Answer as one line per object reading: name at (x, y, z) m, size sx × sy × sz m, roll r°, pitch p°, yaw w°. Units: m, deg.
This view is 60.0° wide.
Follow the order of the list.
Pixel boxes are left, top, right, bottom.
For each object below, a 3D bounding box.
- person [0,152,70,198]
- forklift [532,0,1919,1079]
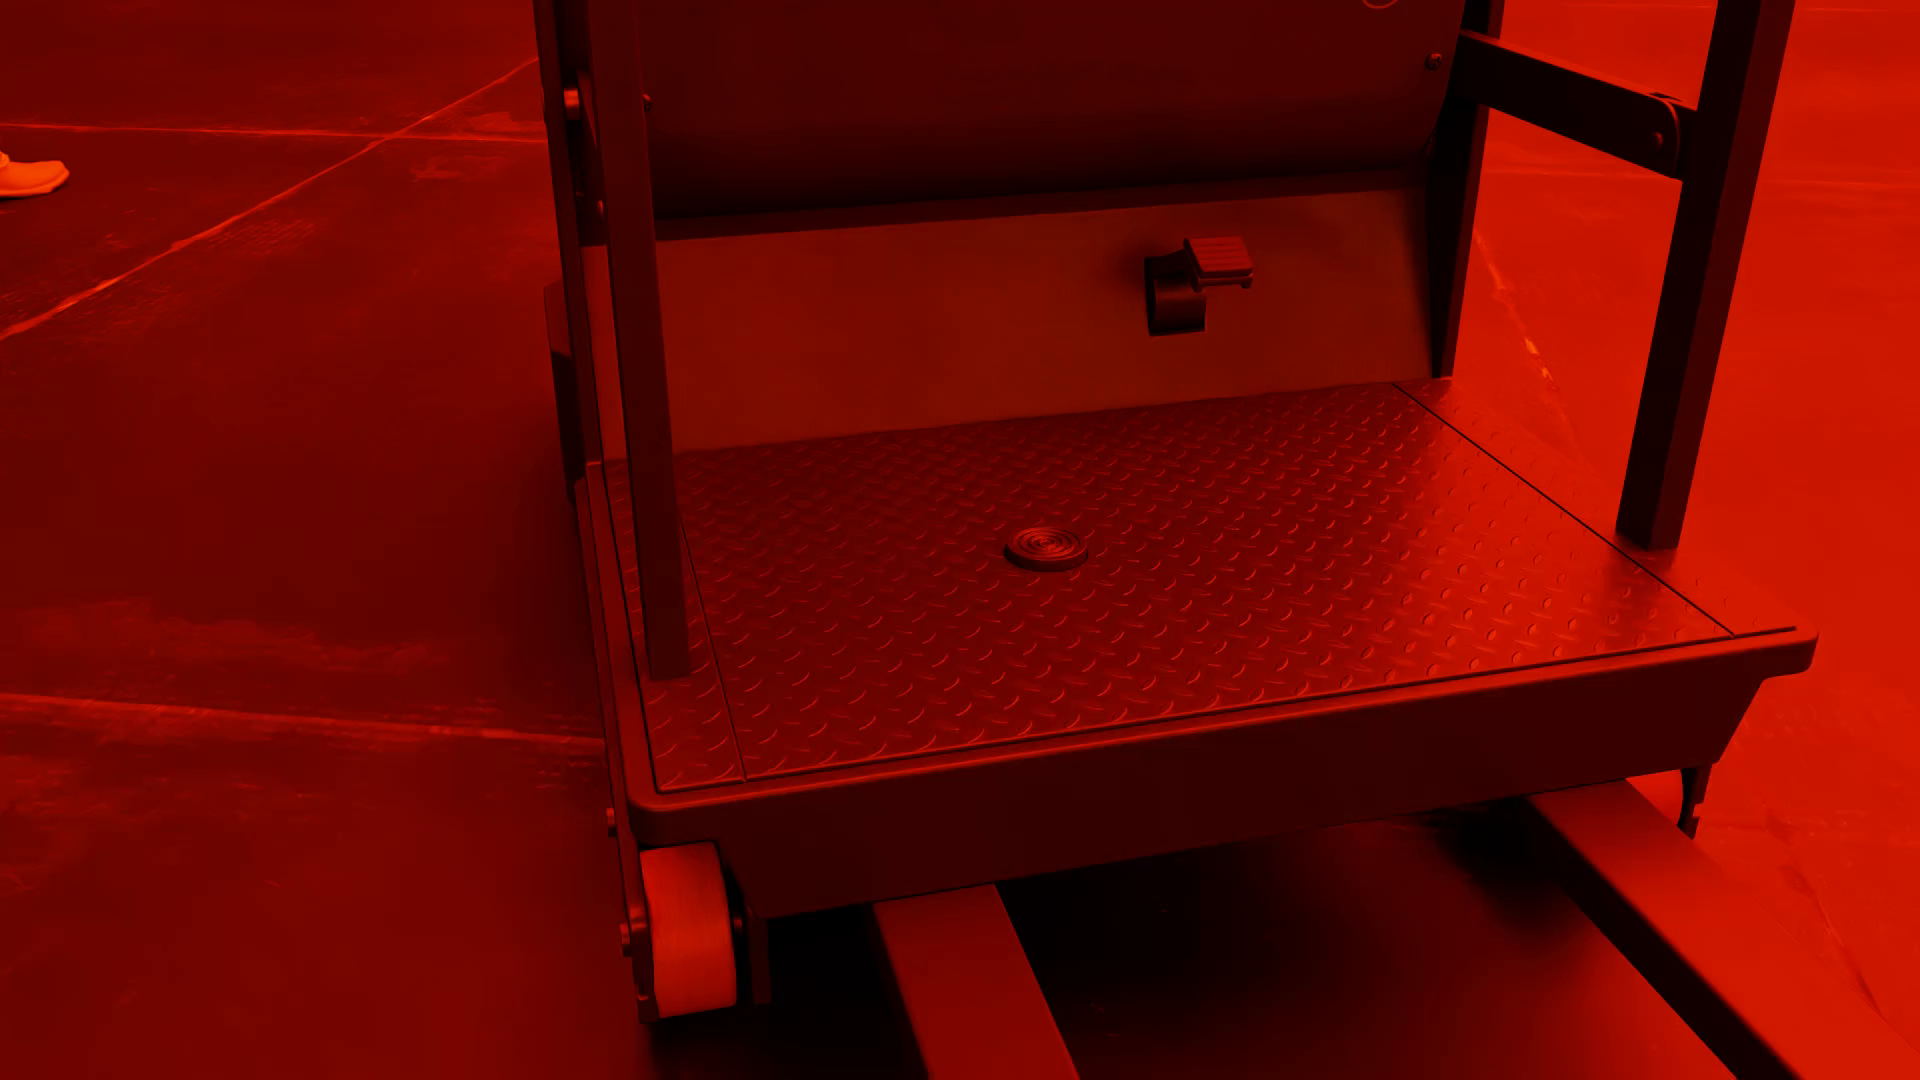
person at (-2.597, -1.702, 3.914) m, size 0.582 × 1.789 × 0.377 m, roll 13°, pitch 29°, yaw 25°
forklift at (0.153, -1.049, 1.319) m, size 1.130 × 2.935 × 3.031 m, roll -7°, pitch 27°, yaw -13°
